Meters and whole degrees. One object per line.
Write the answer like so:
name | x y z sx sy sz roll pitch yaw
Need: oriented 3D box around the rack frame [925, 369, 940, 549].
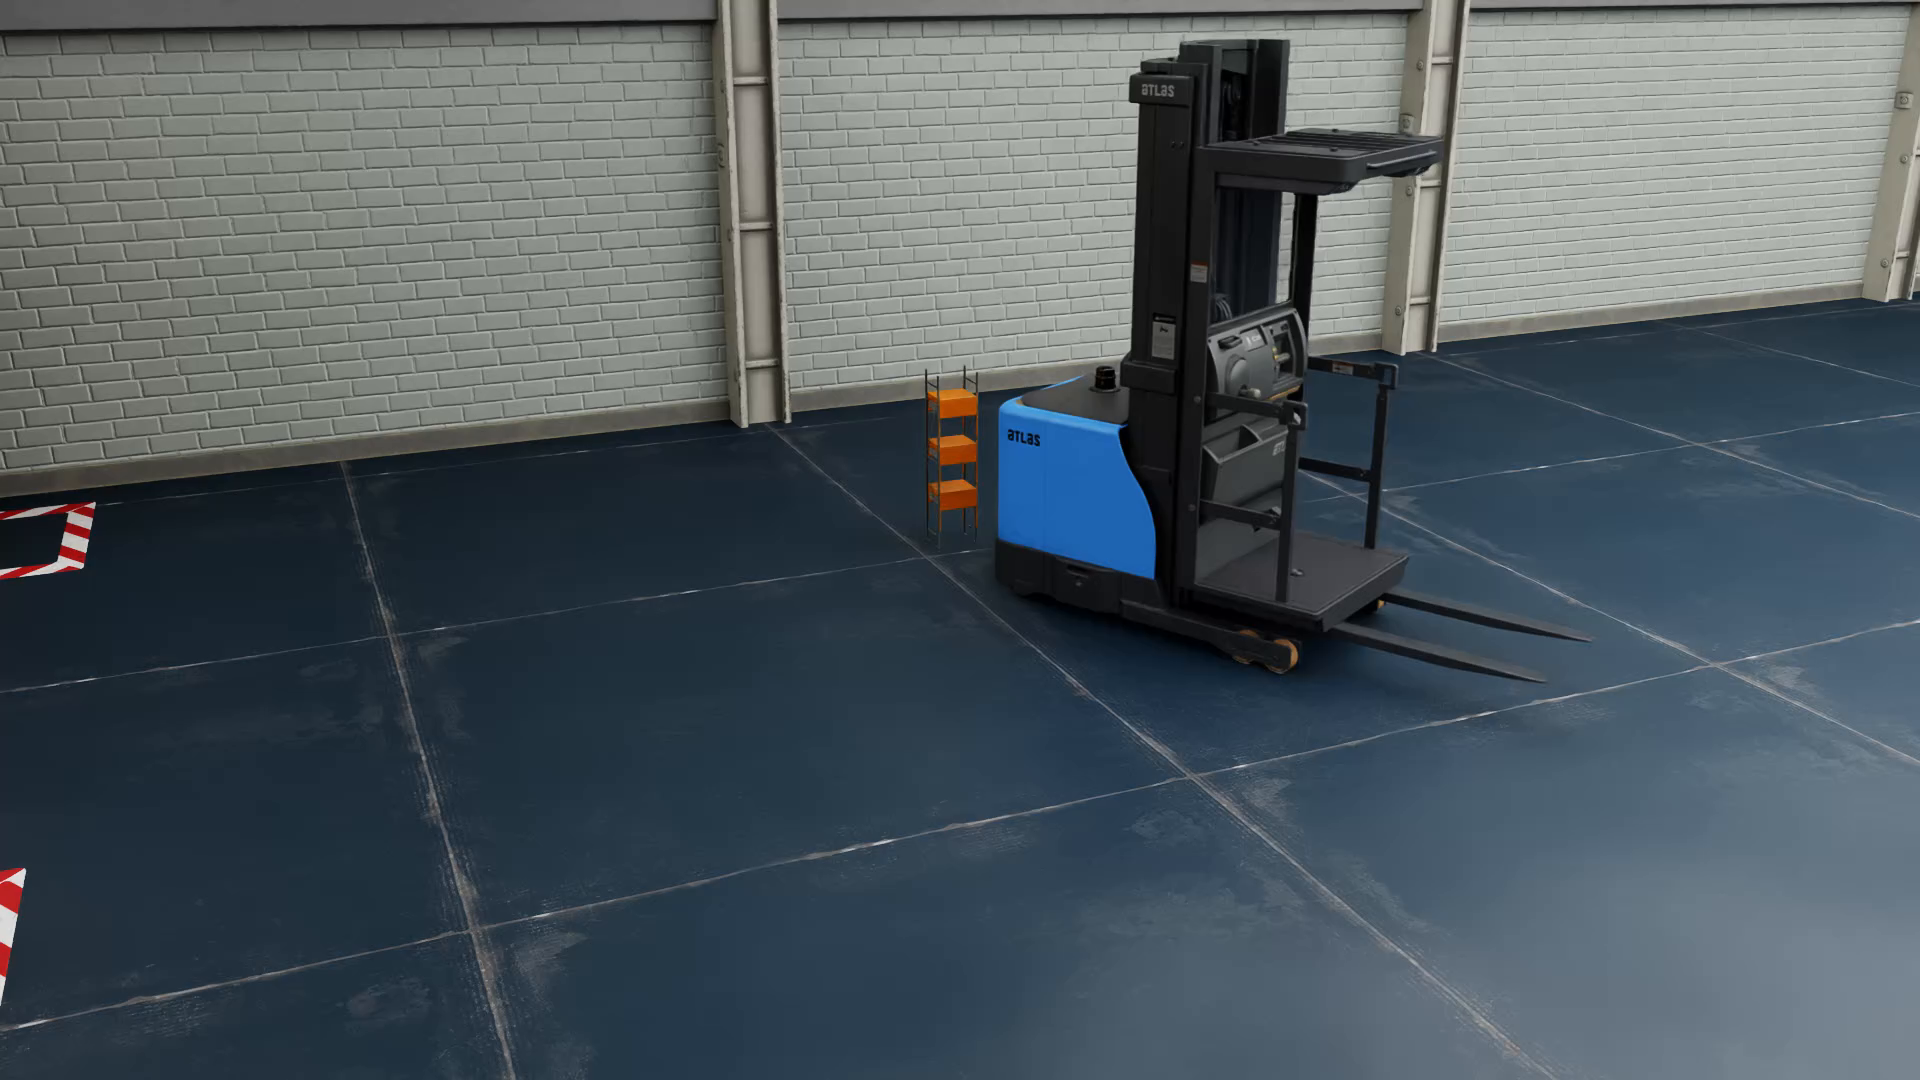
rack frame | -0.161 -0.472 9.782 0.008 1.050 0.200 -8 21 -22

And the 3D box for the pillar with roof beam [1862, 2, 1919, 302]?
pillar with roof beam | 11.212 -5.419 11.863 0.400 9.000 9.100 -8 21 -22

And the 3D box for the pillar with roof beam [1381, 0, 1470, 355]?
pillar with roof beam | 5.702 -4.630 9.621 0.400 9.000 9.100 -8 21 -22

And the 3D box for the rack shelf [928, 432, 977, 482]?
rack shelf | -0.049 -0.478 9.831 0.240 0.259 0.215 -8 21 -22

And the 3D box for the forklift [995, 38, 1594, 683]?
forklift | 1.663 -0.927 8.242 3.031 2.935 1.130 15 24 36

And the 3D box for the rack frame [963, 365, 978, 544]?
rack frame | 0.063 -0.504 9.873 0.008 1.050 0.200 -8 21 -22

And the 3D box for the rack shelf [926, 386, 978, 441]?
rack shelf | -0.049 -0.746 9.737 0.240 0.259 0.215 -8 21 -22

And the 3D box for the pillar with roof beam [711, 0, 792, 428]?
pillar with roof beam | 0.193 -3.840 7.380 0.400 9.000 9.100 -8 21 -22

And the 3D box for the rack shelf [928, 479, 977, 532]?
rack shelf | -0.049 -0.216 9.923 0.240 0.259 0.215 -8 21 -22

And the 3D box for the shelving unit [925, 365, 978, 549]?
shelving unit | -0.049 -0.488 9.828 0.252 1.050 0.215 -8 21 -22
